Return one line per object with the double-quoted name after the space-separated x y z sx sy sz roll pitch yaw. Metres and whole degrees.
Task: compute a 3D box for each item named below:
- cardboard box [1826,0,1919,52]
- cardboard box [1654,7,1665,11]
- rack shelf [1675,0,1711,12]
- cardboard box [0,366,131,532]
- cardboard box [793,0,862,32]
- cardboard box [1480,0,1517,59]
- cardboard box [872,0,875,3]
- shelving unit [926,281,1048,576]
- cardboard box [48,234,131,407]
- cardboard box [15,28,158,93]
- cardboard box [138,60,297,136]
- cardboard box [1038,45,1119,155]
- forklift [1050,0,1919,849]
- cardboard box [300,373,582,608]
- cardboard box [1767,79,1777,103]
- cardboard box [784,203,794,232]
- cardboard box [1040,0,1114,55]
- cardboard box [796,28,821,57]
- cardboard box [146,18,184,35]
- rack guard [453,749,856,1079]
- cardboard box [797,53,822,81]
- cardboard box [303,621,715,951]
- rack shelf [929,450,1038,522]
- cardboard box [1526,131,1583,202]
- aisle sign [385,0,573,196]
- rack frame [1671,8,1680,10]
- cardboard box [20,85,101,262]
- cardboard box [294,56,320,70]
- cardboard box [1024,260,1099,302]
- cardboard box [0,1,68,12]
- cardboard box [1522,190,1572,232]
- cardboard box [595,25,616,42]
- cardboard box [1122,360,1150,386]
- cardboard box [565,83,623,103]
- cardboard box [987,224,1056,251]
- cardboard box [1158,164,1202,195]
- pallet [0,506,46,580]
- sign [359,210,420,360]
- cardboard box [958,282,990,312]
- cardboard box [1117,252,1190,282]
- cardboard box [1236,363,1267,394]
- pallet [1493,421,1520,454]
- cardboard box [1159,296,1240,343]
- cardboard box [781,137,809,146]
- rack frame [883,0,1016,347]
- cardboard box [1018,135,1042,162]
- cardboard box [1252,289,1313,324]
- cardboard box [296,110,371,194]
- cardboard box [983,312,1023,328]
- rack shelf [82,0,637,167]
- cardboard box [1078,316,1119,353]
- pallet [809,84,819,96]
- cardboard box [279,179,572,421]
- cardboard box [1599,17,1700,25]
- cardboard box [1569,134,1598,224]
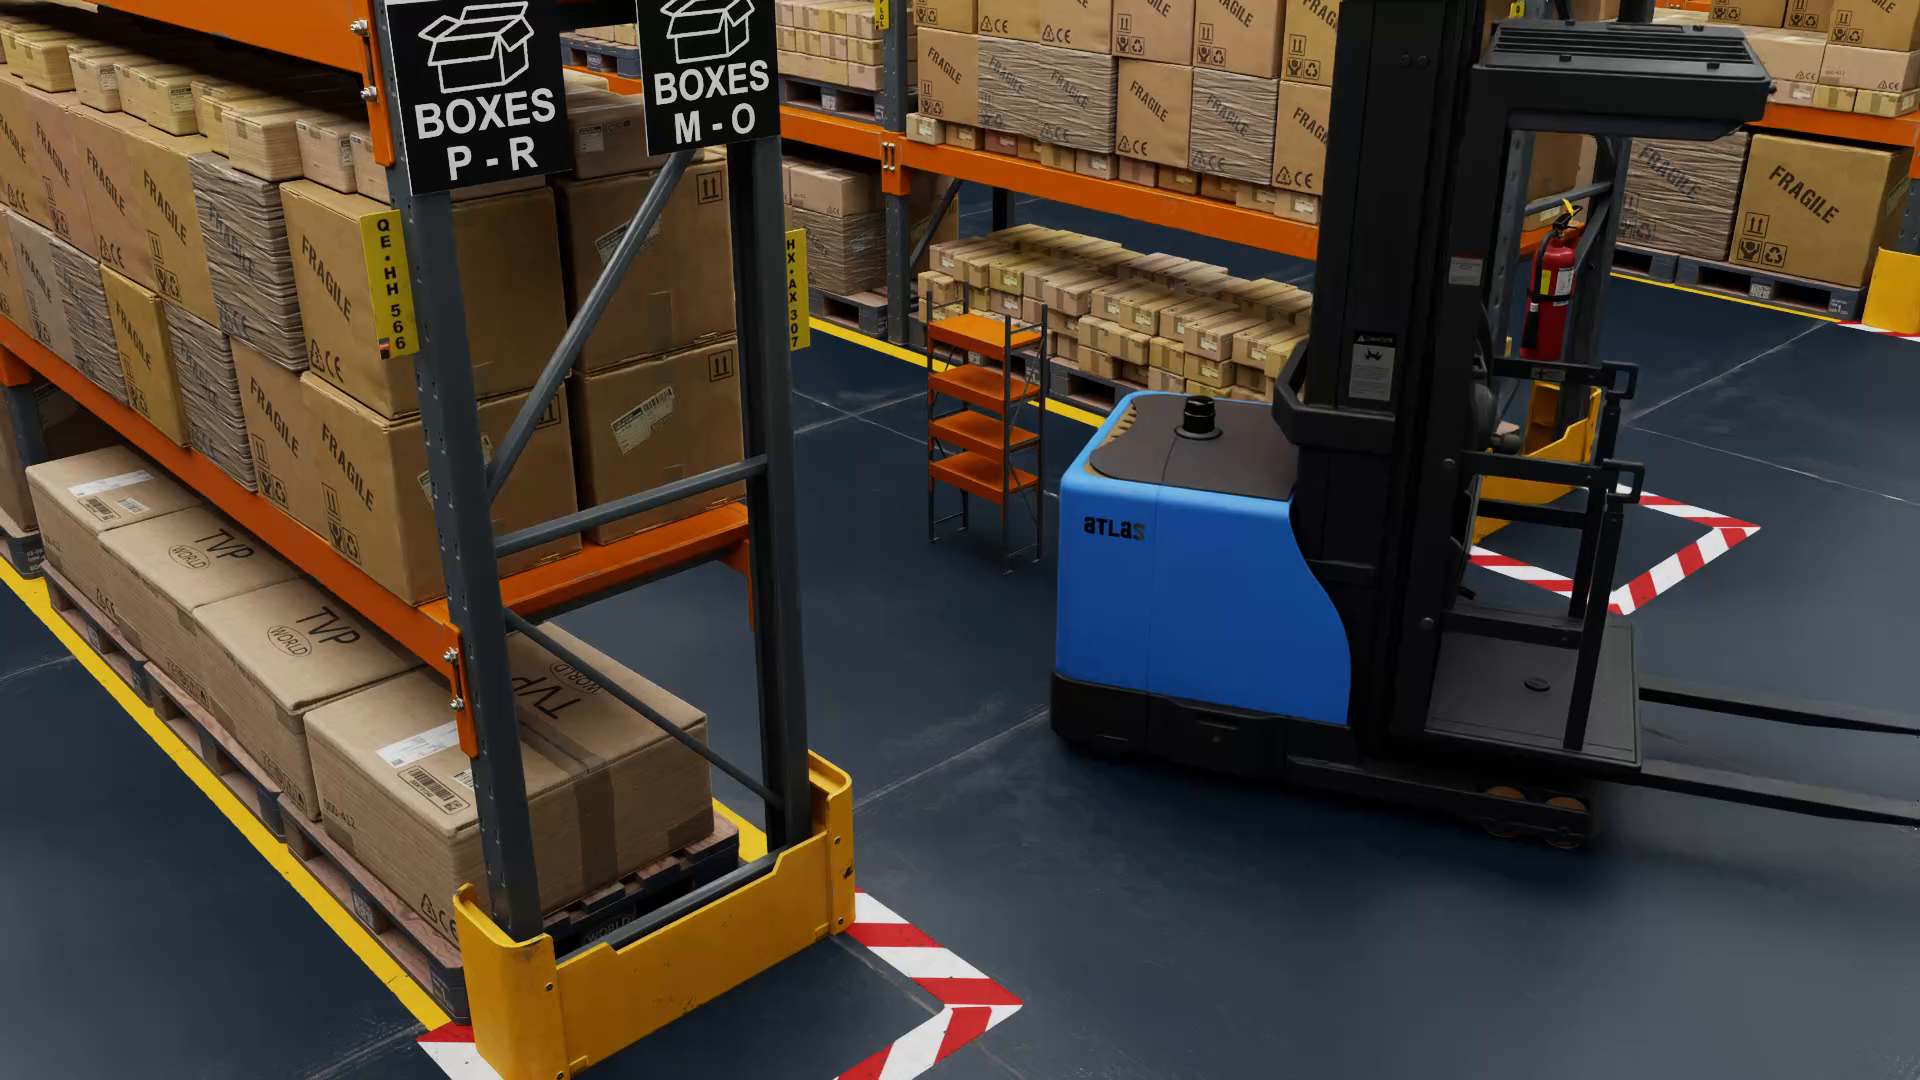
5.852 -3.374 10.450 0.500 0.500 0.500 -21 32 -38 "cardboard box"
4.840 -3.801 12.291 0.500 0.250 0.500 -20 32 -37 "cardboard box"
8.625 -4.576 15.033 1.077 0.370 4.000 -21 32 -38 "rack shelf"
-4.074 -0.682 7.686 0.875 0.875 0.875 -20 31 -37 "cardboard box"
-0.823 -3.301 10.452 0.380 0.149 0.250 -23 33 -40 "cardboard box"
2.193 -2.220 7.318 0.500 0.500 0.500 -22 33 -39 "cardboard box"
-0.349 -3.486 10.857 0.380 0.149 0.250 -21 32 -38 "cardboard box"
0.113 -0.496 7.391 0.258 1.200 0.503 -21 32 -38 "shelving unit"
-2.786 -0.816 5.803 0.500 0.500 0.500 -21 32 -38 "cardboard box"
-2.887 -1.599 5.534 0.380 0.149 0.250 -22 33 -40 "cardboard box"
-2.161 -1.299 4.877 0.380 0.149 0.250 -20 31 -37 "cardboard box"
0.769 -2.376 8.866 0.500 0.500 0.500 -22 33 -39 "cardboard box"
1.903 -0.560 5.447 3.031 2.935 1.130 8 26 18 "forklift"
-1.380 -0.197 4.448 0.500 0.500 0.500 -21 32 -38 "cardboard box"
5.372 -3.023 11.066 0.380 0.149 0.250 -21 32 -38 "cardboard box"
-1.087 -2.090 11.222 0.500 0.500 0.500 -22 33 -40 "cardboard box"
0.771 -2.843 8.685 0.500 0.500 0.500 -21 32 -38 "cardboard box"
-0.812 -3.160 10.500 0.380 0.149 0.250 -20 31 -36 "cardboard box"
-2.698 -1.825 6.029 0.380 0.149 0.250 -22 32 -39 "cardboard box"
-0.841 1.064 4.816 1.175 0.500 0.348 -21 32 -38 "rack guard"
-0.810 -3.023 10.559 0.380 0.149 0.250 -21 32 -39 "cardboard box"
-1.381 0.722 5.134 0.875 0.438 0.875 22 33 40 "cardboard box"
0.113 -0.254 7.501 0.258 0.148 0.480 -21 32 -38 "rack shelf"
2.582 -1.911 7.846 0.500 0.500 0.500 -19 31 -36 "cardboard box"
-1.034 -1.154 3.533 0.394 0.787 0.004 -21 32 -38 "aisle sign"
7.258 -5.509 16.212 1.000 3.000 0.127 -21 32 -38 "rack frame"
-2.760 -1.267 5.588 0.500 0.500 0.500 -21 32 -38 "cardboard box"
-1.927 -1.544 5.414 0.380 0.149 0.250 -22 33 -40 "cardboard box"
0.586 -1.494 9.622 0.380 0.149 0.250 -22 33 -40 "cardboard box"
-3.565 -1.919 6.236 0.380 0.149 0.250 -22 32 -39 "cardboard box"
2.705 -1.593 7.930 0.380 0.149 0.250 -22 32 -39 "cardboard box"
-2.439 -3.742 12.135 0.380 0.149 0.250 -19 31 -36 "cardboard box"
1.119 -0.981 9.215 0.380 0.149 0.250 -20 31 -37 "cardboard box"
-1.129 -1.122 4.488 0.380 0.149 0.250 -20 31 -37 "cardboard box"
0.386 -1.858 10.422 0.380 0.149 0.250 -20 31 -37 "cardboard box"
1.248 -1.911 8.628 0.380 0.149 0.250 -21 32 -38 "cardboard box"
-4.174 -0.236 8.014 1.003 0.211 1.213 -21 32 -38 "pallet"
-1.263 -0.566 3.696 0.100 0.325 0.005 -21 32 -38 "sign"
0.206 -1.505 10.006 0.380 0.149 0.250 -21 32 -38 "cardboard box"
1.138 -1.562 9.772 0.250 0.149 0.380 22 32 39 "cardboard box"
1.653 -0.892 8.661 0.380 0.149 0.250 -22 32 -39 "cardboard box"
2.105 -0.526 8.649 1.003 0.211 1.213 -21 32 -38 "pallet"
1.286 -1.177 8.928 0.250 0.149 0.380 23 33 40 "cardboard box"
-1.070 -2.738 11.740 0.500 0.250 0.500 -20 31 -37 "cardboard box"
-0.047 -2.728 10.115 1.000 3.000 0.127 -21 32 -38 "rack frame"
0.540 -2.228 9.322 0.250 0.149 0.380 22 33 39 "cardboard box"
1.809 -1.236 9.057 0.380 0.149 0.250 -20 31 -37 "cardboard box"
-1.440 -0.998 4.218 0.380 0.149 0.250 -21 32 -38 "cardboard box"
0.357 -1.279 9.868 0.380 0.149 0.250 -21 32 -39 "cardboard box"
-2.224 -1.724 5.168 1.077 0.370 4.000 -21 32 -38 "rack shelf"
0.878 -1.175 9.281 0.380 0.149 0.250 -22 32 -39 "cardboard box"
-1.398 -3.264 11.522 1.003 0.211 1.213 -21 32 -38 "pallet"
-1.361 -0.660 4.257 0.500 0.500 0.500 -20 31 -37 "cardboard box"
4.798 -3.495 11.620 0.500 0.250 0.500 -21 32 -38 "cardboard box"
4.650 -2.833 12.400 0.875 0.875 0.875 -21 32 -38 "cardboard box"
